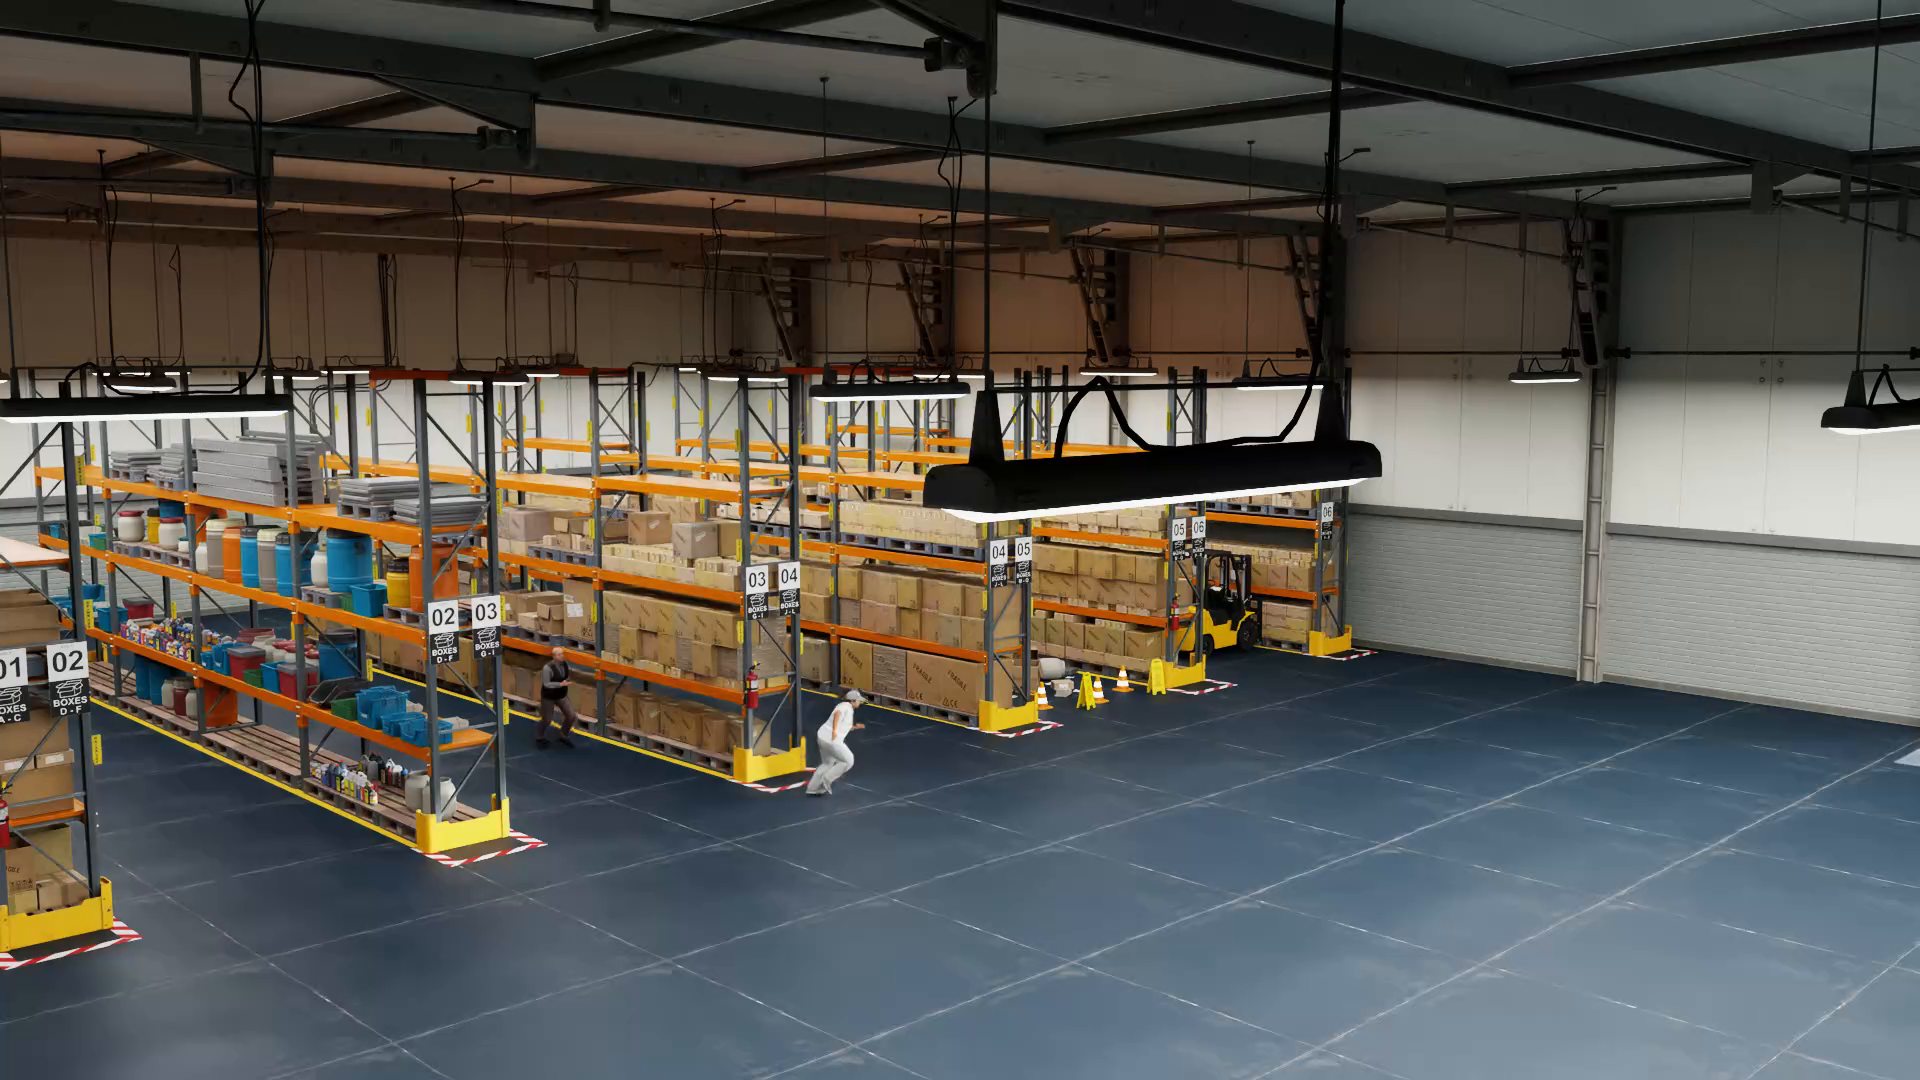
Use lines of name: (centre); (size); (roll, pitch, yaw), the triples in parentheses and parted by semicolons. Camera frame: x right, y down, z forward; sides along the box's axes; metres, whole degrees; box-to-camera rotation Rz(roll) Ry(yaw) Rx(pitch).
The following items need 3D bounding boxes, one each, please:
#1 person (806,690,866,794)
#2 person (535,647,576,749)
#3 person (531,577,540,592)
person: (-1.762, 2.907, 23.748); (0.879, 1.498, 0.646); (-2, 7, -15)
person: (-6.464, 2.513, 26.496); (0.941, 1.666, 0.578); (6, 9, 41)
person: (-10.750, 0.757, 41.394); (0.682, 1.749, 1.100); (3, 7, 26)
